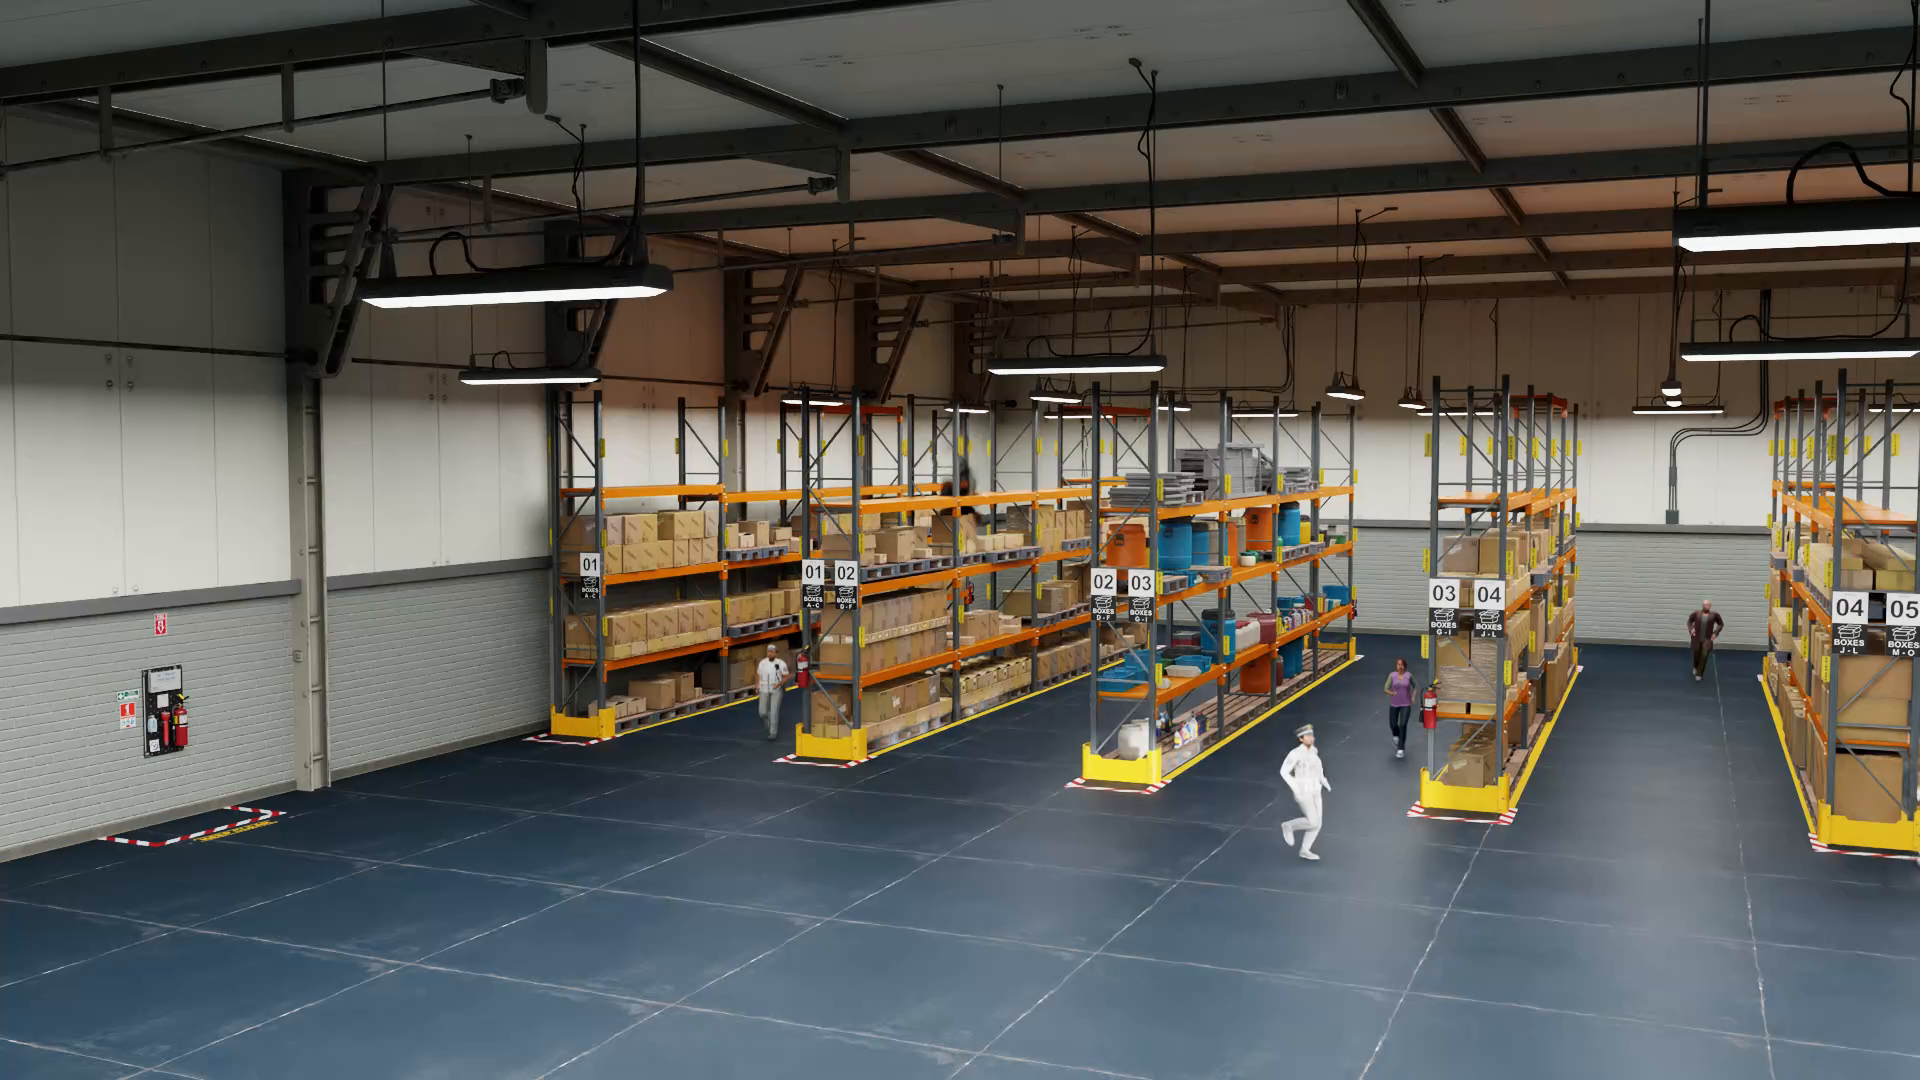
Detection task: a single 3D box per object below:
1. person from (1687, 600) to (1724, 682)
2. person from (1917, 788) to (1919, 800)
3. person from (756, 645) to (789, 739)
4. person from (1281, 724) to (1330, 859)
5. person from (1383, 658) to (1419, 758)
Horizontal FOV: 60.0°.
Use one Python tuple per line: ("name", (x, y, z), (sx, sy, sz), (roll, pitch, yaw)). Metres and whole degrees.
("person", (16.102, 2.153, 35.942), (0.728, 1.756, 0.840), (1, 3, 25))
("person", (10.904, 3.120, 18.245), (0.719, 1.743, 0.884), (-1, 3, -16))
("person", (-3.247, 2.618, 28.667), (0.607, 1.602, 0.551), (0, 3, 8))
("person", (4.222, 3.062, 20.305), (0.606, 1.646, 0.543), (-2, 4, -36))
("person", (7.188, 2.710, 27.121), (0.548, 1.567, 0.832), (1, 3, 19))
